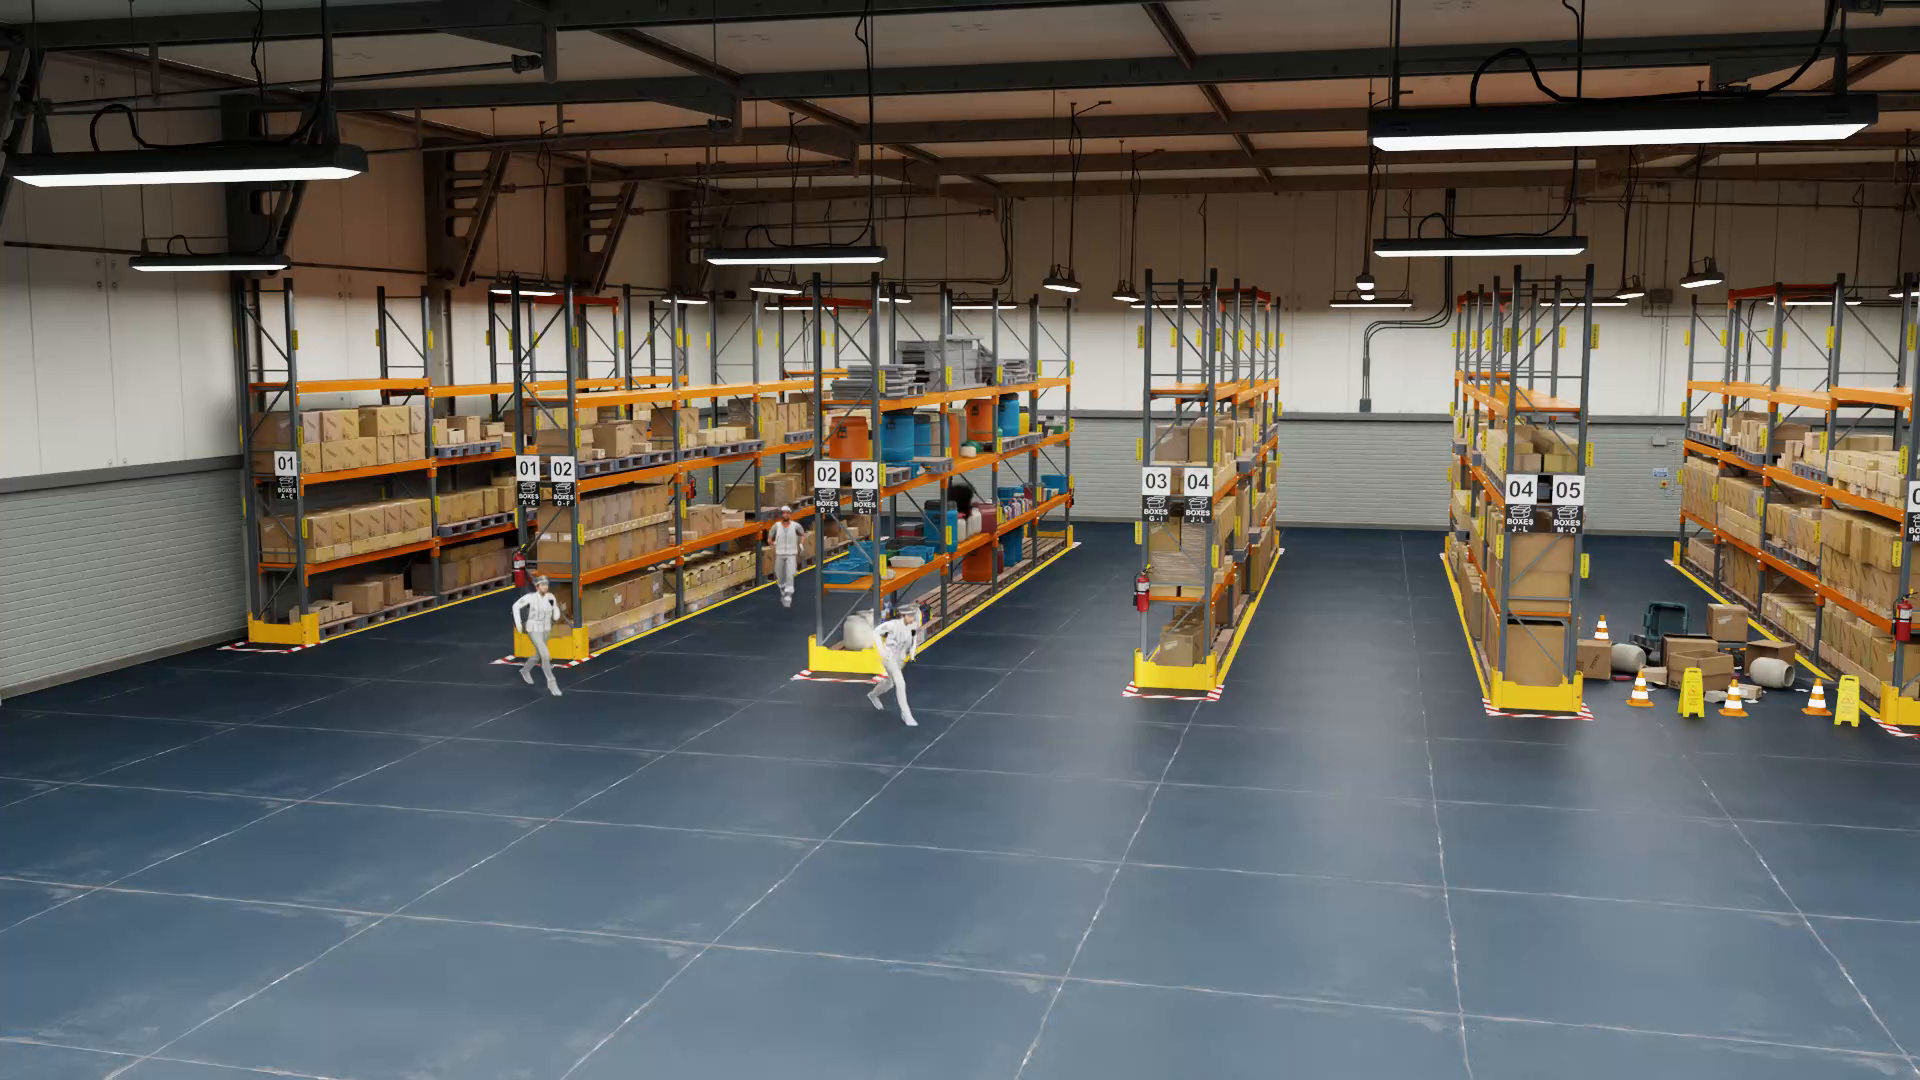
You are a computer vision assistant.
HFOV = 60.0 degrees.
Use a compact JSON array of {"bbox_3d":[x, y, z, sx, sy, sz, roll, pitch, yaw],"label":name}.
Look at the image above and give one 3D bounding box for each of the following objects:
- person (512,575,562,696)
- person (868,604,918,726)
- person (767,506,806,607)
[{"bbox_3d":[-6.011,1.333,23.731,0.934,1.721,0.634,6,9,42],"label":"person"},{"bbox_3d":[-0.922,1.611,21.955,0.654,1.628,0.979,-5,9,-38],"label":"person"},{"bbox_3d":[-3.094,0.286,29.610,0.672,1.783,0.841,0,7,0],"label":"person"}]
